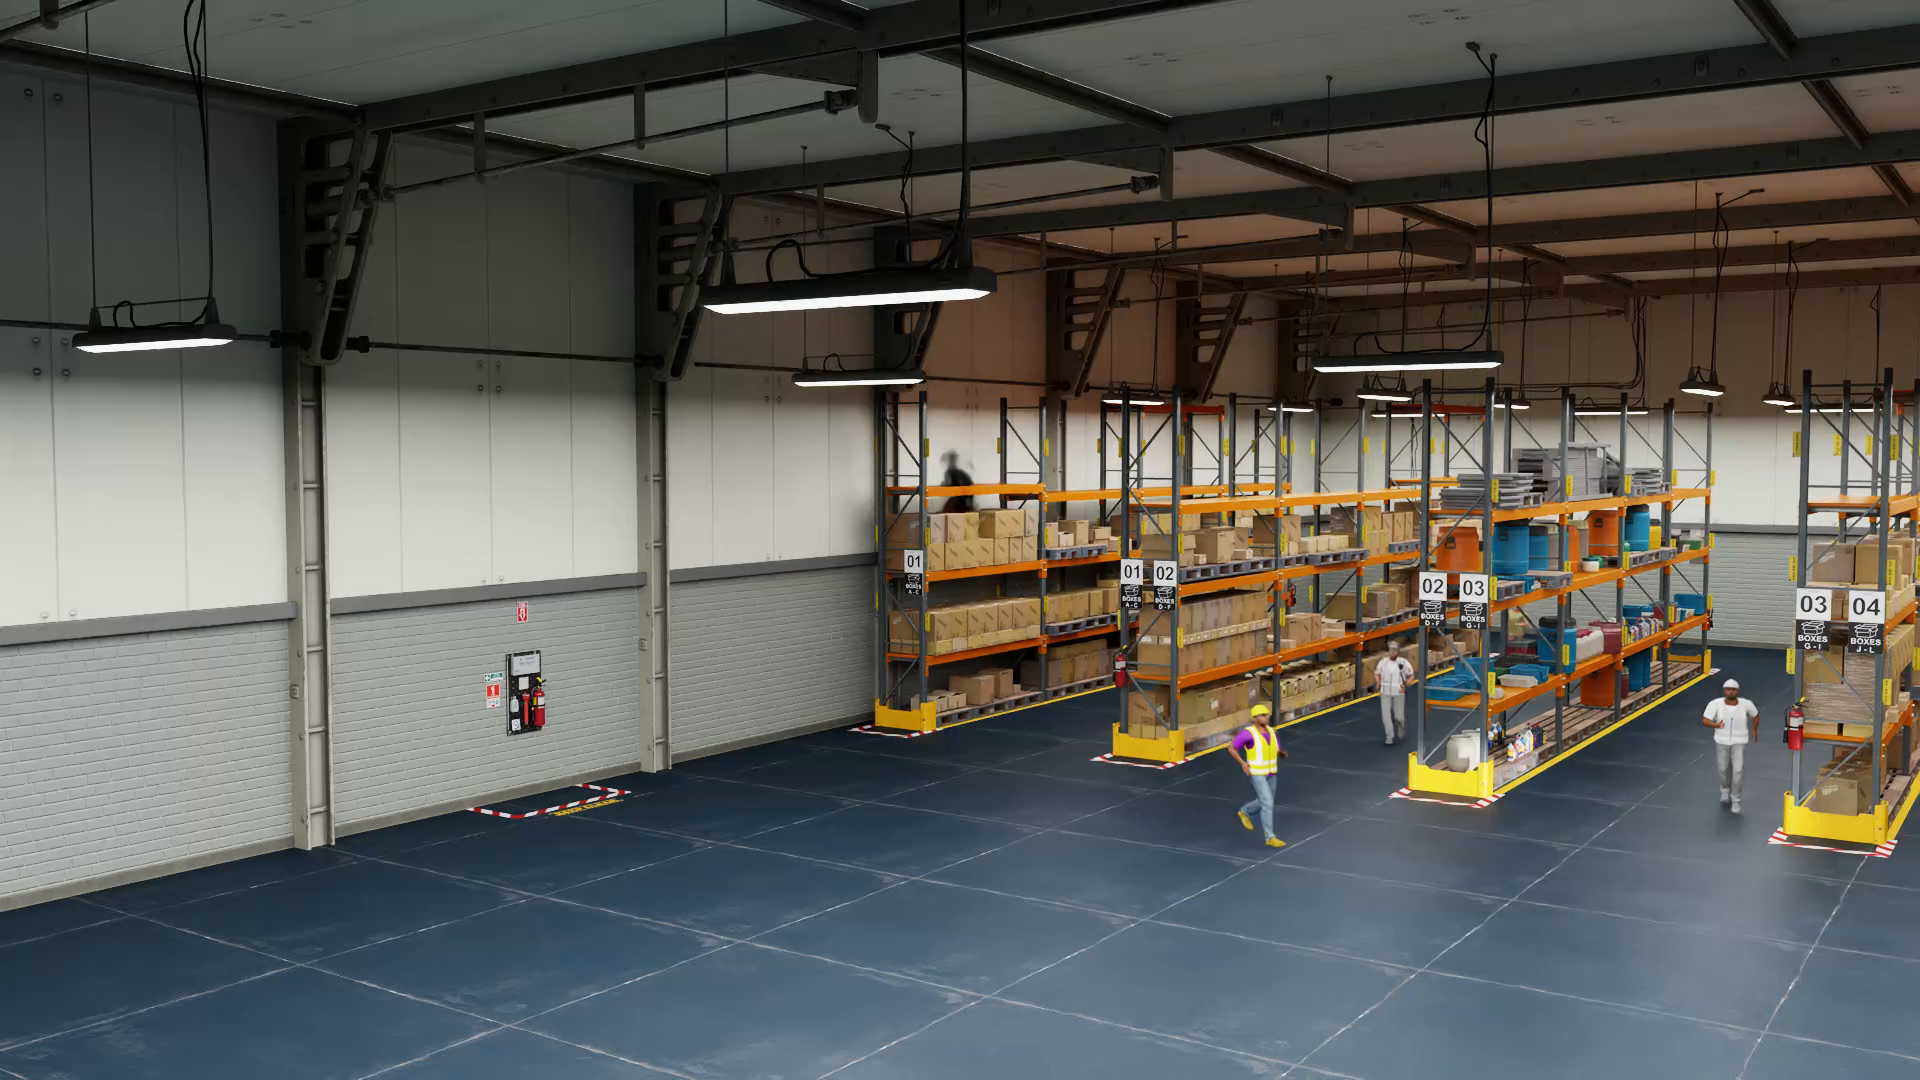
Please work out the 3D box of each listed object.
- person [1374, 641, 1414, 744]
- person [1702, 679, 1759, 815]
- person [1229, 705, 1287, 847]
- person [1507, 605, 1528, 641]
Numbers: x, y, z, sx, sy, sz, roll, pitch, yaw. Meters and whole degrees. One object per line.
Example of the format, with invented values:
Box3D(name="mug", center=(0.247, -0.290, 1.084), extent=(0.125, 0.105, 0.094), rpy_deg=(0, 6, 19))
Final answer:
Box3D(name="person", center=(7.325, 2.571, 28.135), extent=(0.661, 1.731, 0.628), rpy_deg=(1, 3, 24))
Box3D(name="person", center=(10.657, 2.812, 23.018), extent=(0.709, 1.781, 0.797), rpy_deg=(2, 4, 27))
Box3D(name="person", center=(3.803, 2.954, 21.039), extent=(0.713, 1.745, 0.933), rpy_deg=(-2, 4, -35))
Box3D(name="person", center=(12.226, 2.135, 36.564), extent=(0.542, 1.722, 0.827), rpy_deg=(2, 4, 25))
